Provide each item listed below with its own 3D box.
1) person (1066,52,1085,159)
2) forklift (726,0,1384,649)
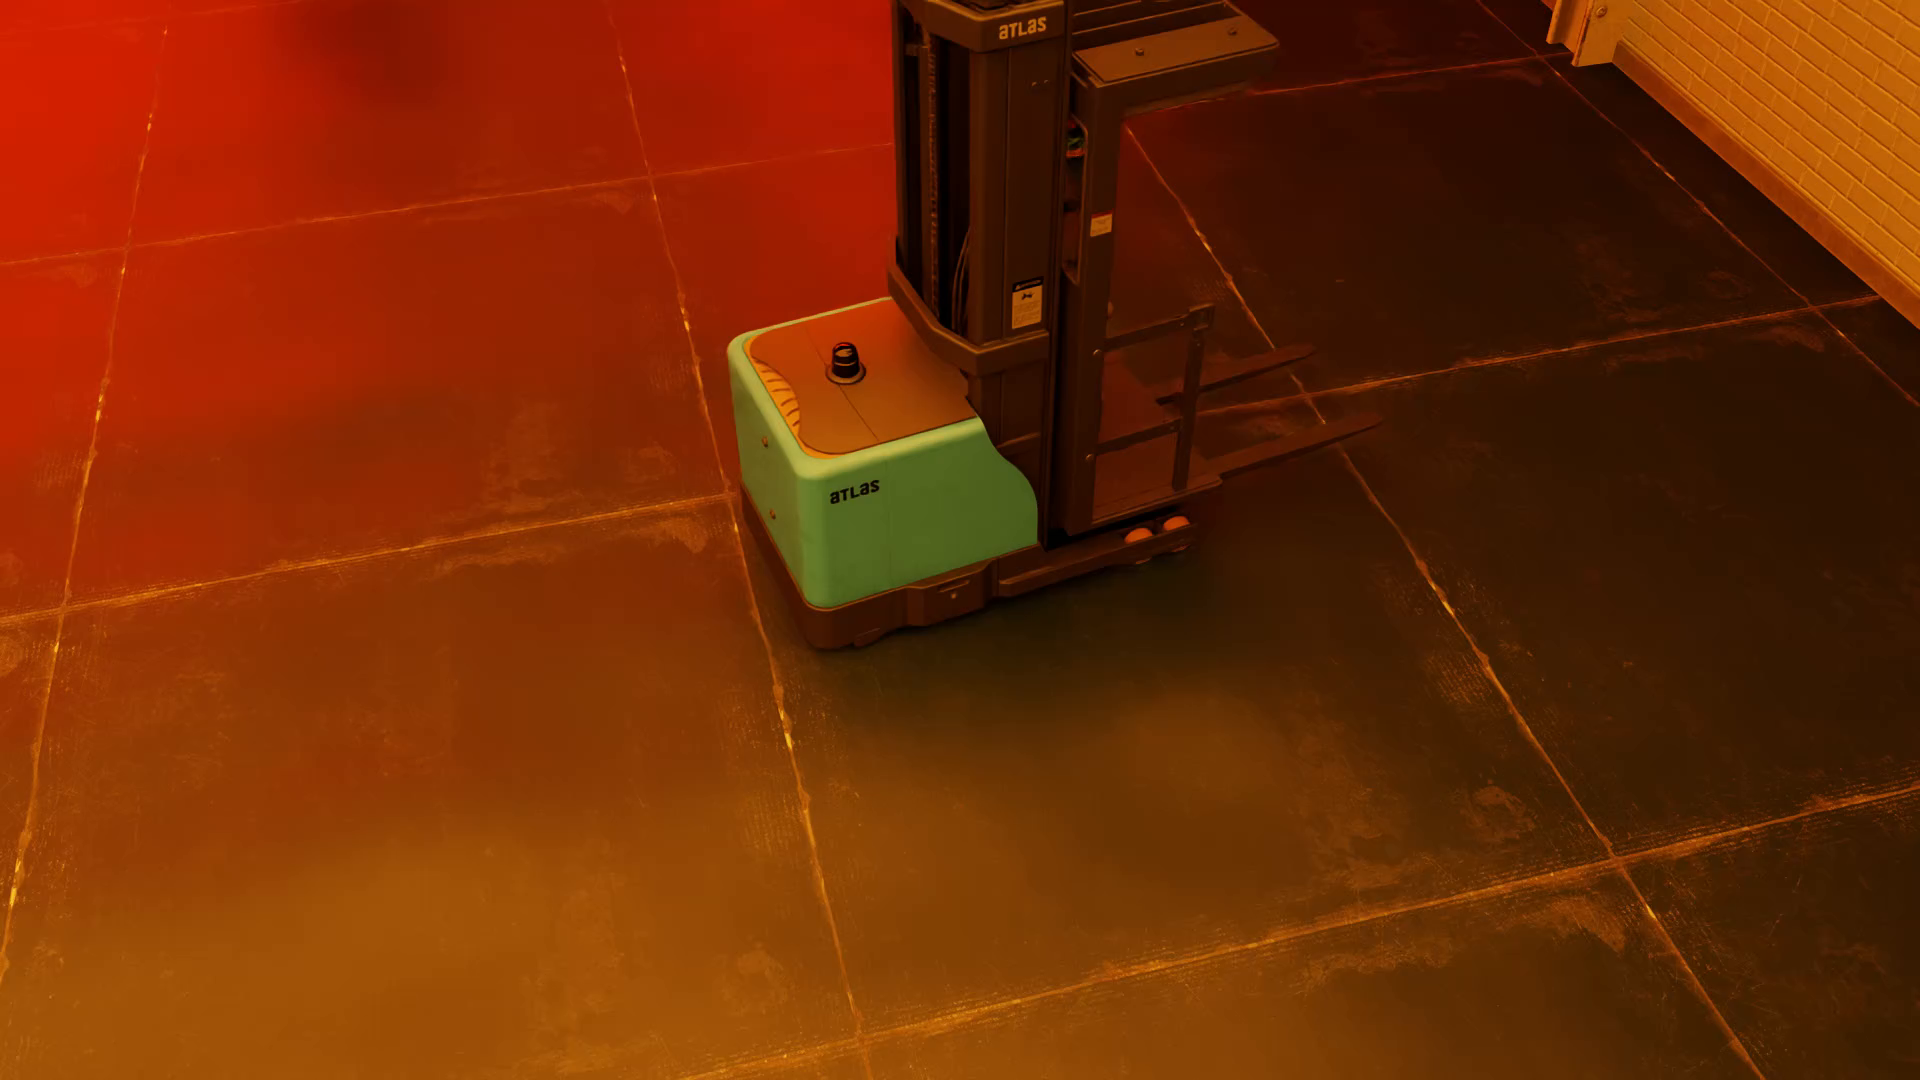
[{"bbox_3d":[0.475,-2.928,9.621,0.880,1.747,0.455,-16,46,-16],"label":"person"},{"bbox_3d":[0.543,-1.271,6.990,3.031,2.935,1.130,-17,46,-17],"label":"forklift"}]
